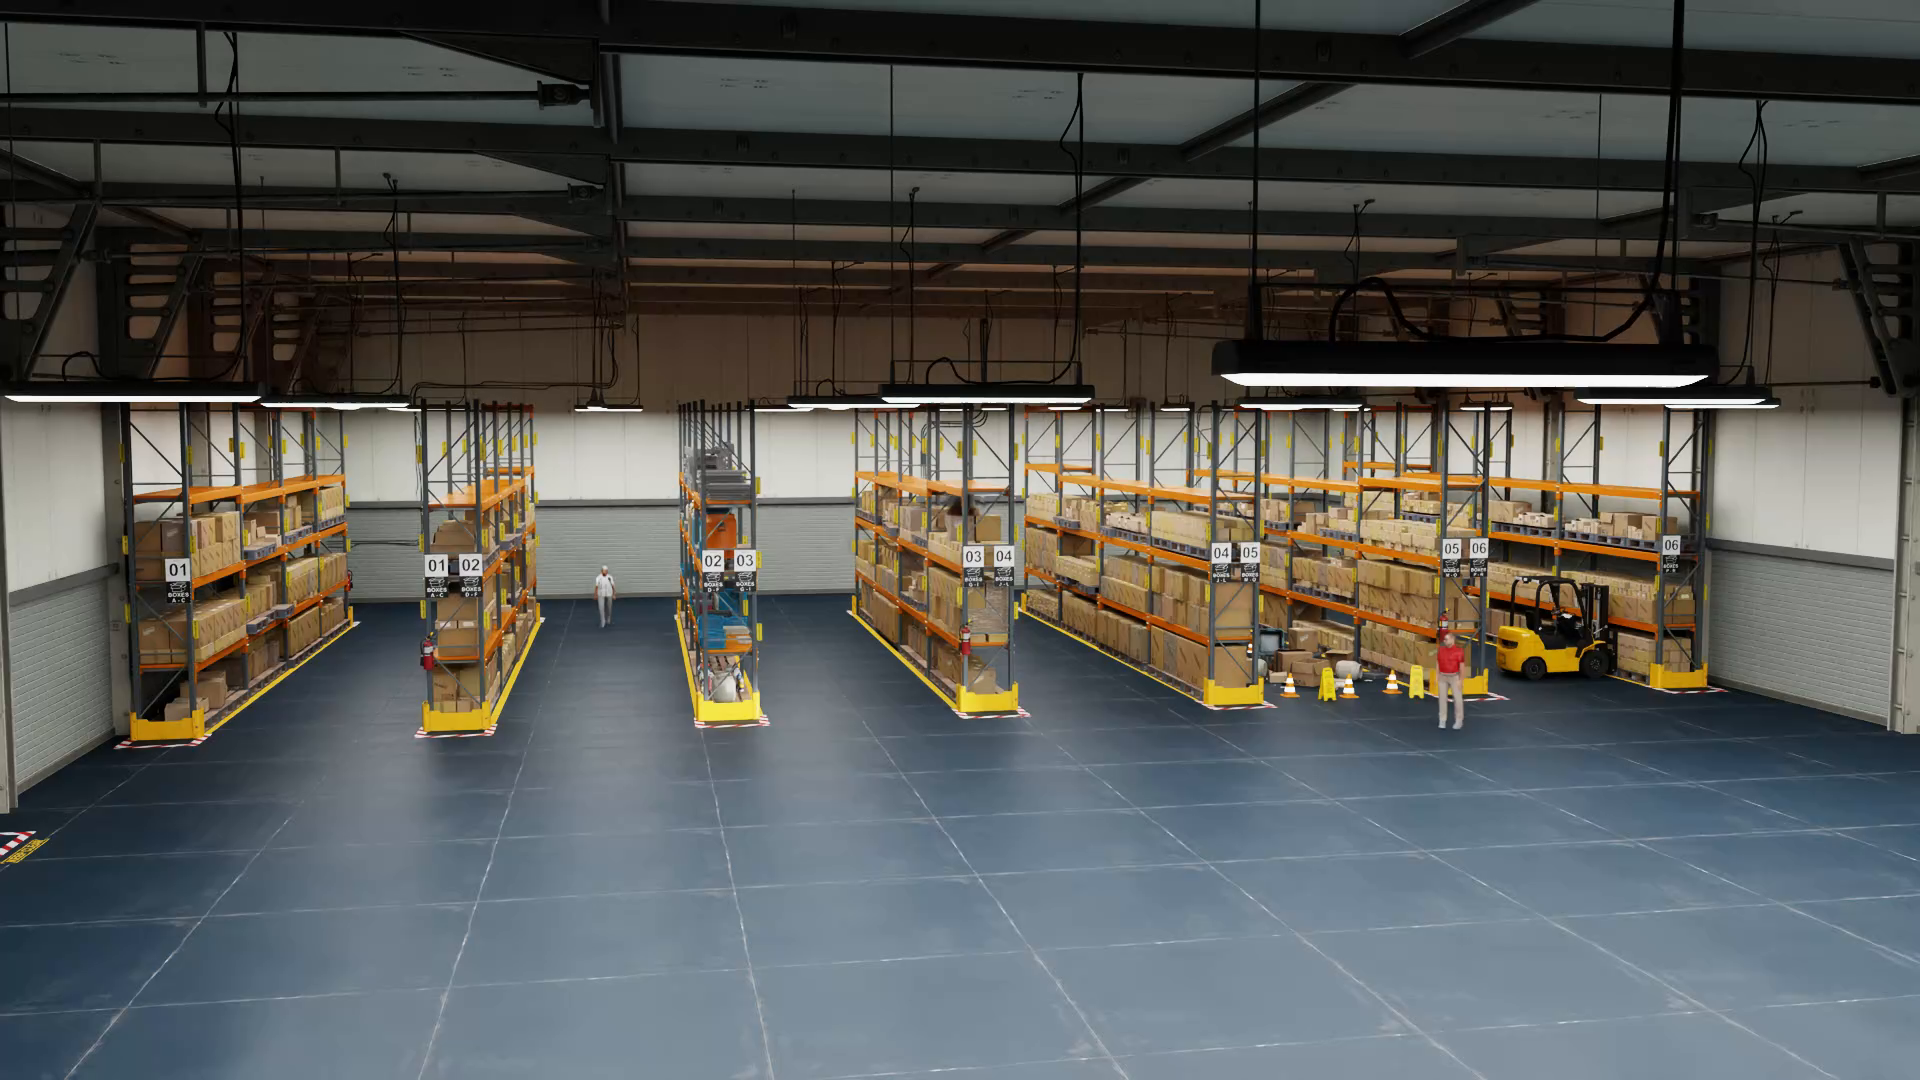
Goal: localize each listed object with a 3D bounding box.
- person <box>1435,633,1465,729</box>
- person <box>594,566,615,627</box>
[{"bbox_3d":[8.938,2.561,30.378,0.550,1.744,0.442,3,5,35],"label":"person"},{"bbox_3d":[-9.594,1.509,44.926,0.547,1.619,0.947,-1,5,-18],"label":"person"}]
